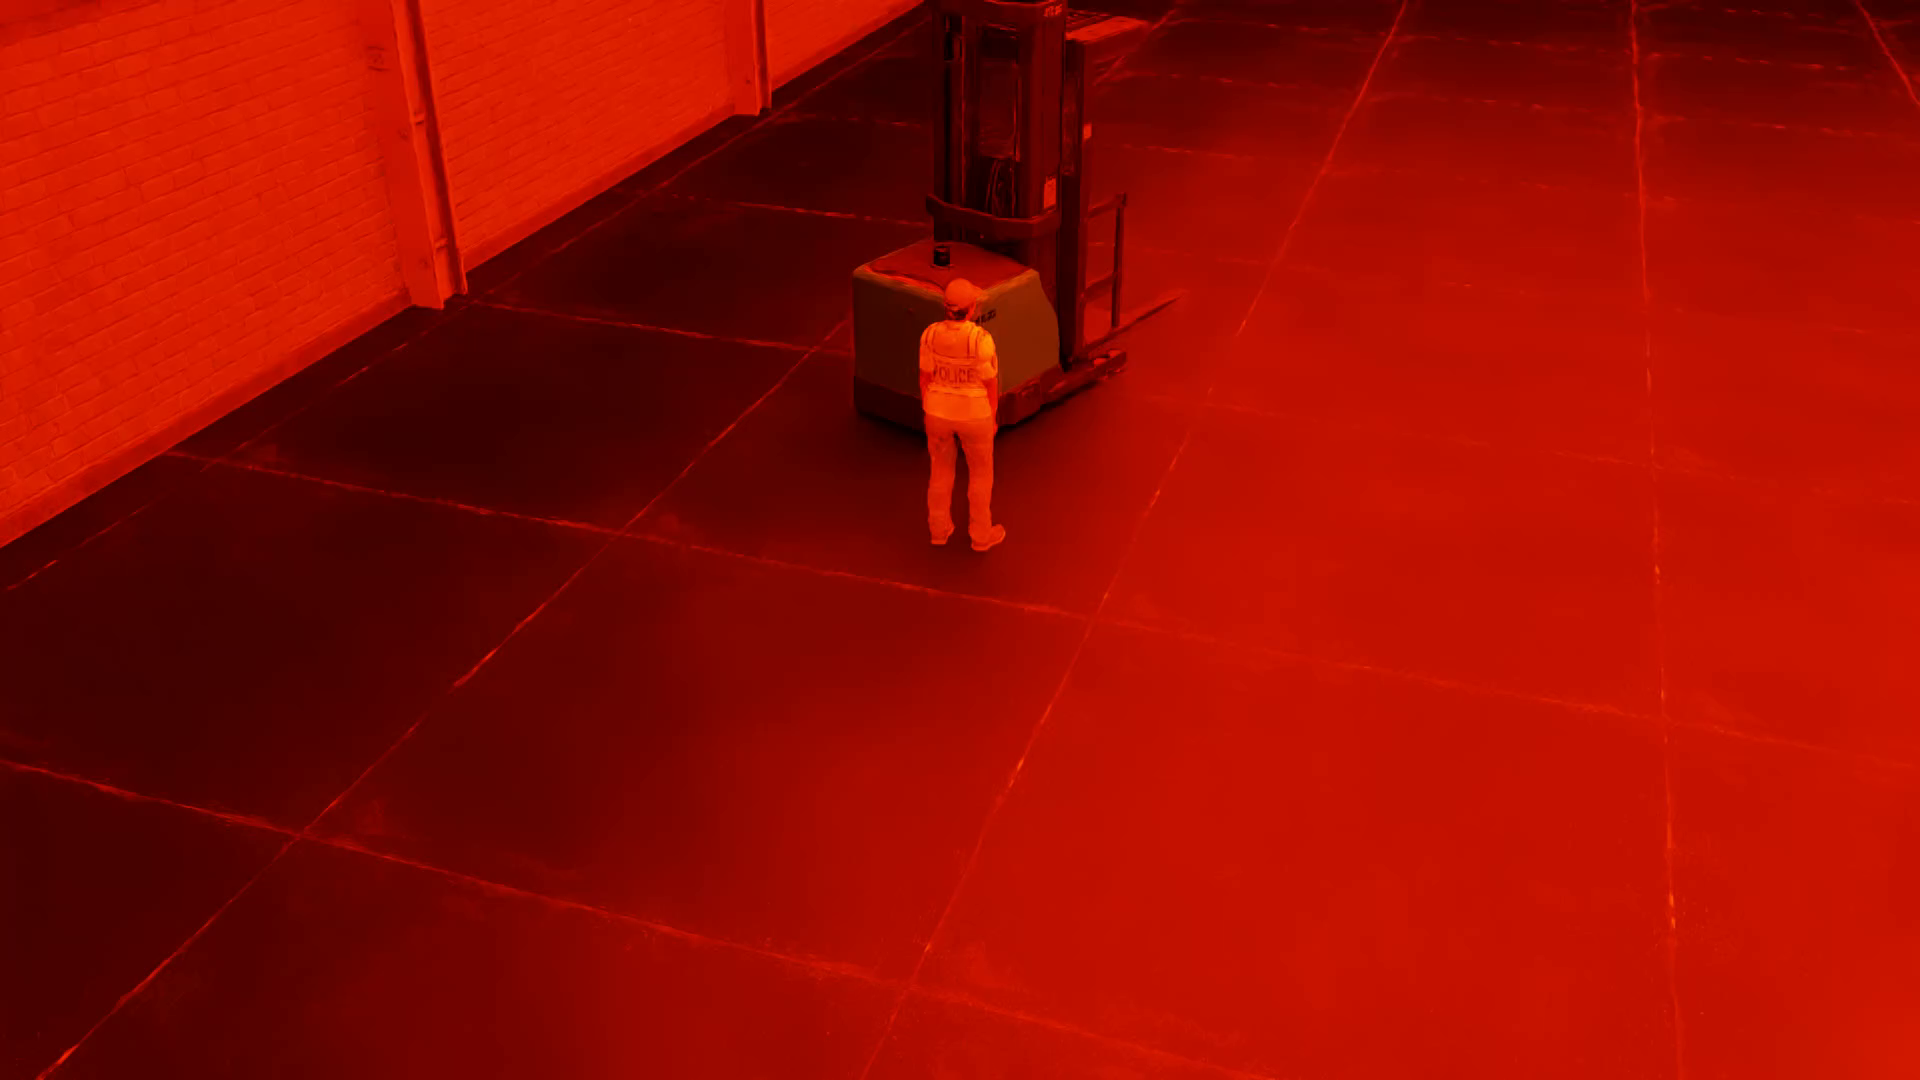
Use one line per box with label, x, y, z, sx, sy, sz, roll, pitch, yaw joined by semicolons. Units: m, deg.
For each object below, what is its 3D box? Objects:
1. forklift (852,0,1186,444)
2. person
forklift;0.577;-2.574;11.652;1.130;2.935;3.031;22;36;33
person;0.012;-0.728;9.697;0.482;1.669;0.390;10;31;16
